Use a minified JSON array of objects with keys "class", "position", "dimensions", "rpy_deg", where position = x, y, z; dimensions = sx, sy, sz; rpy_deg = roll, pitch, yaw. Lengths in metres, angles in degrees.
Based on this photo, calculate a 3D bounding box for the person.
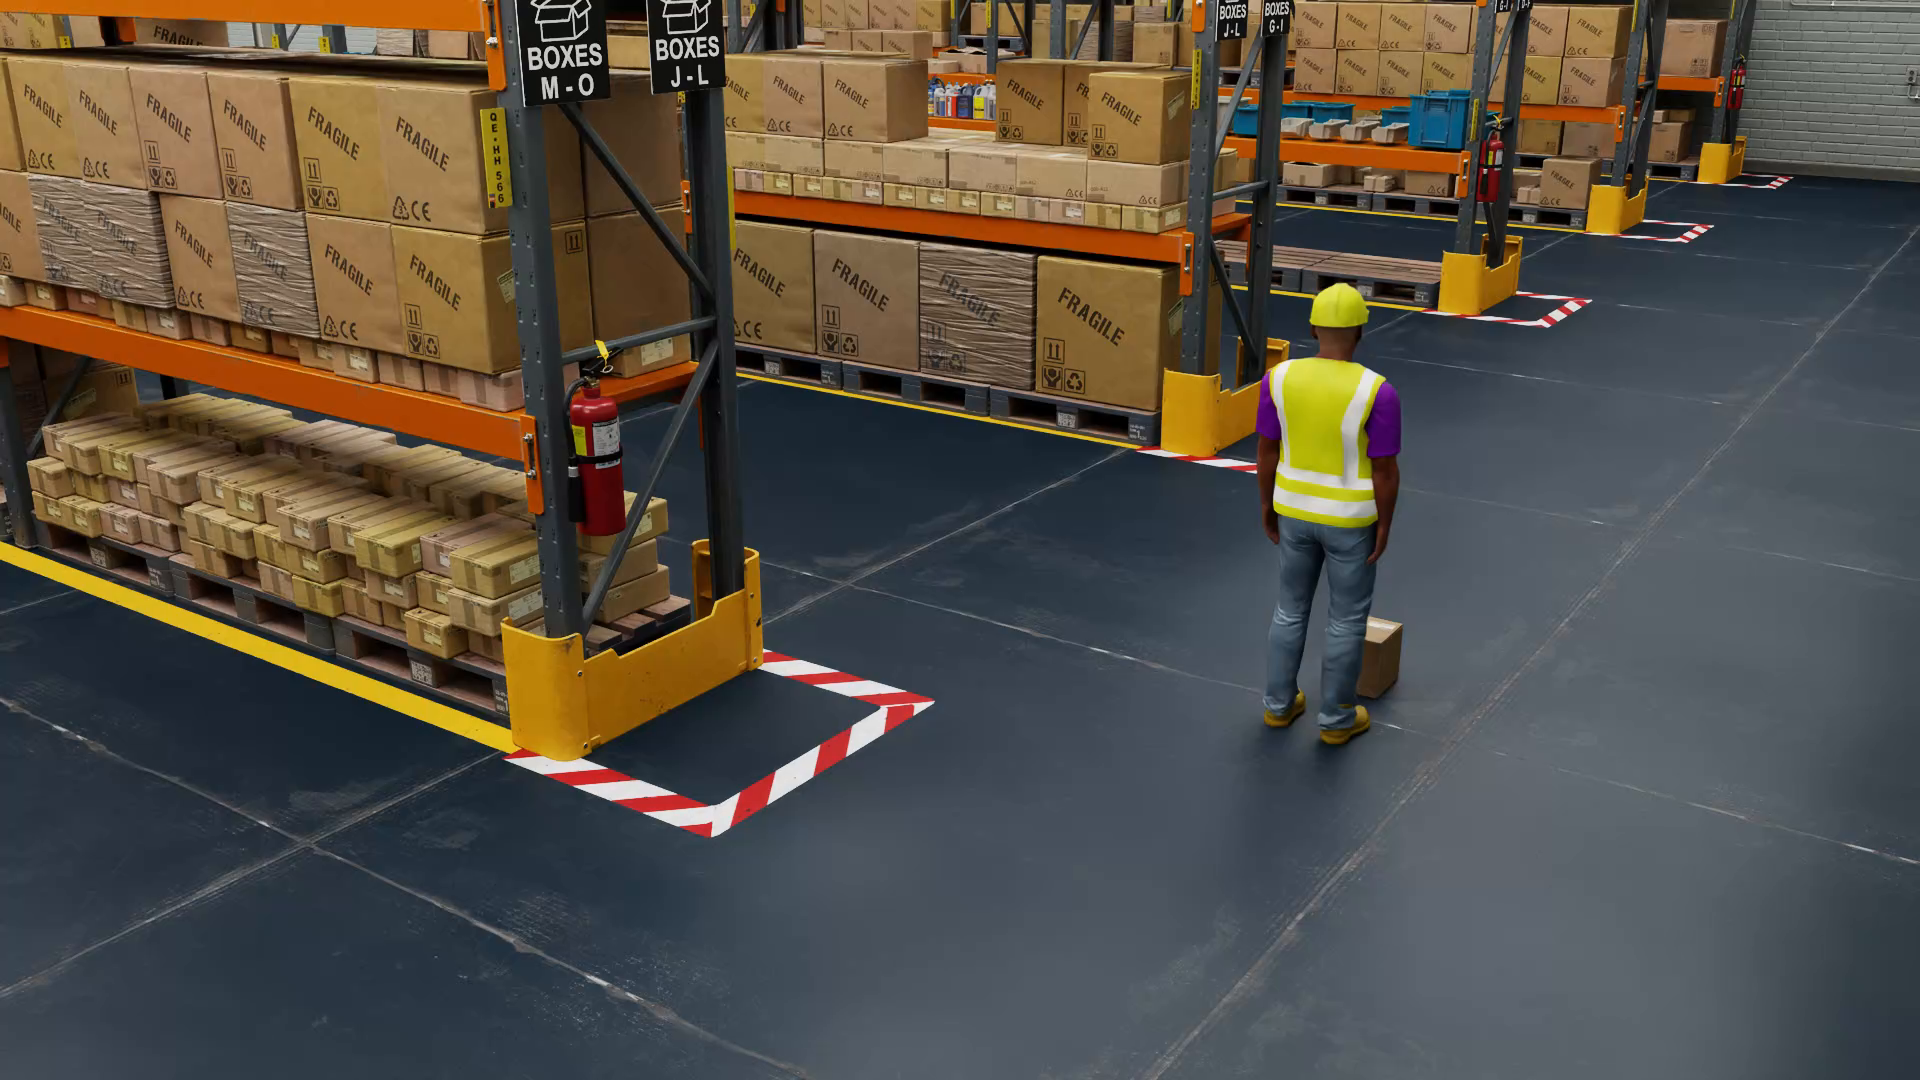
[{"class":"person","position":[1.390,-0.099,6.319],"dimensions":[0.563,1.761,0.362],"rpy_deg":[14,24,33]}]
